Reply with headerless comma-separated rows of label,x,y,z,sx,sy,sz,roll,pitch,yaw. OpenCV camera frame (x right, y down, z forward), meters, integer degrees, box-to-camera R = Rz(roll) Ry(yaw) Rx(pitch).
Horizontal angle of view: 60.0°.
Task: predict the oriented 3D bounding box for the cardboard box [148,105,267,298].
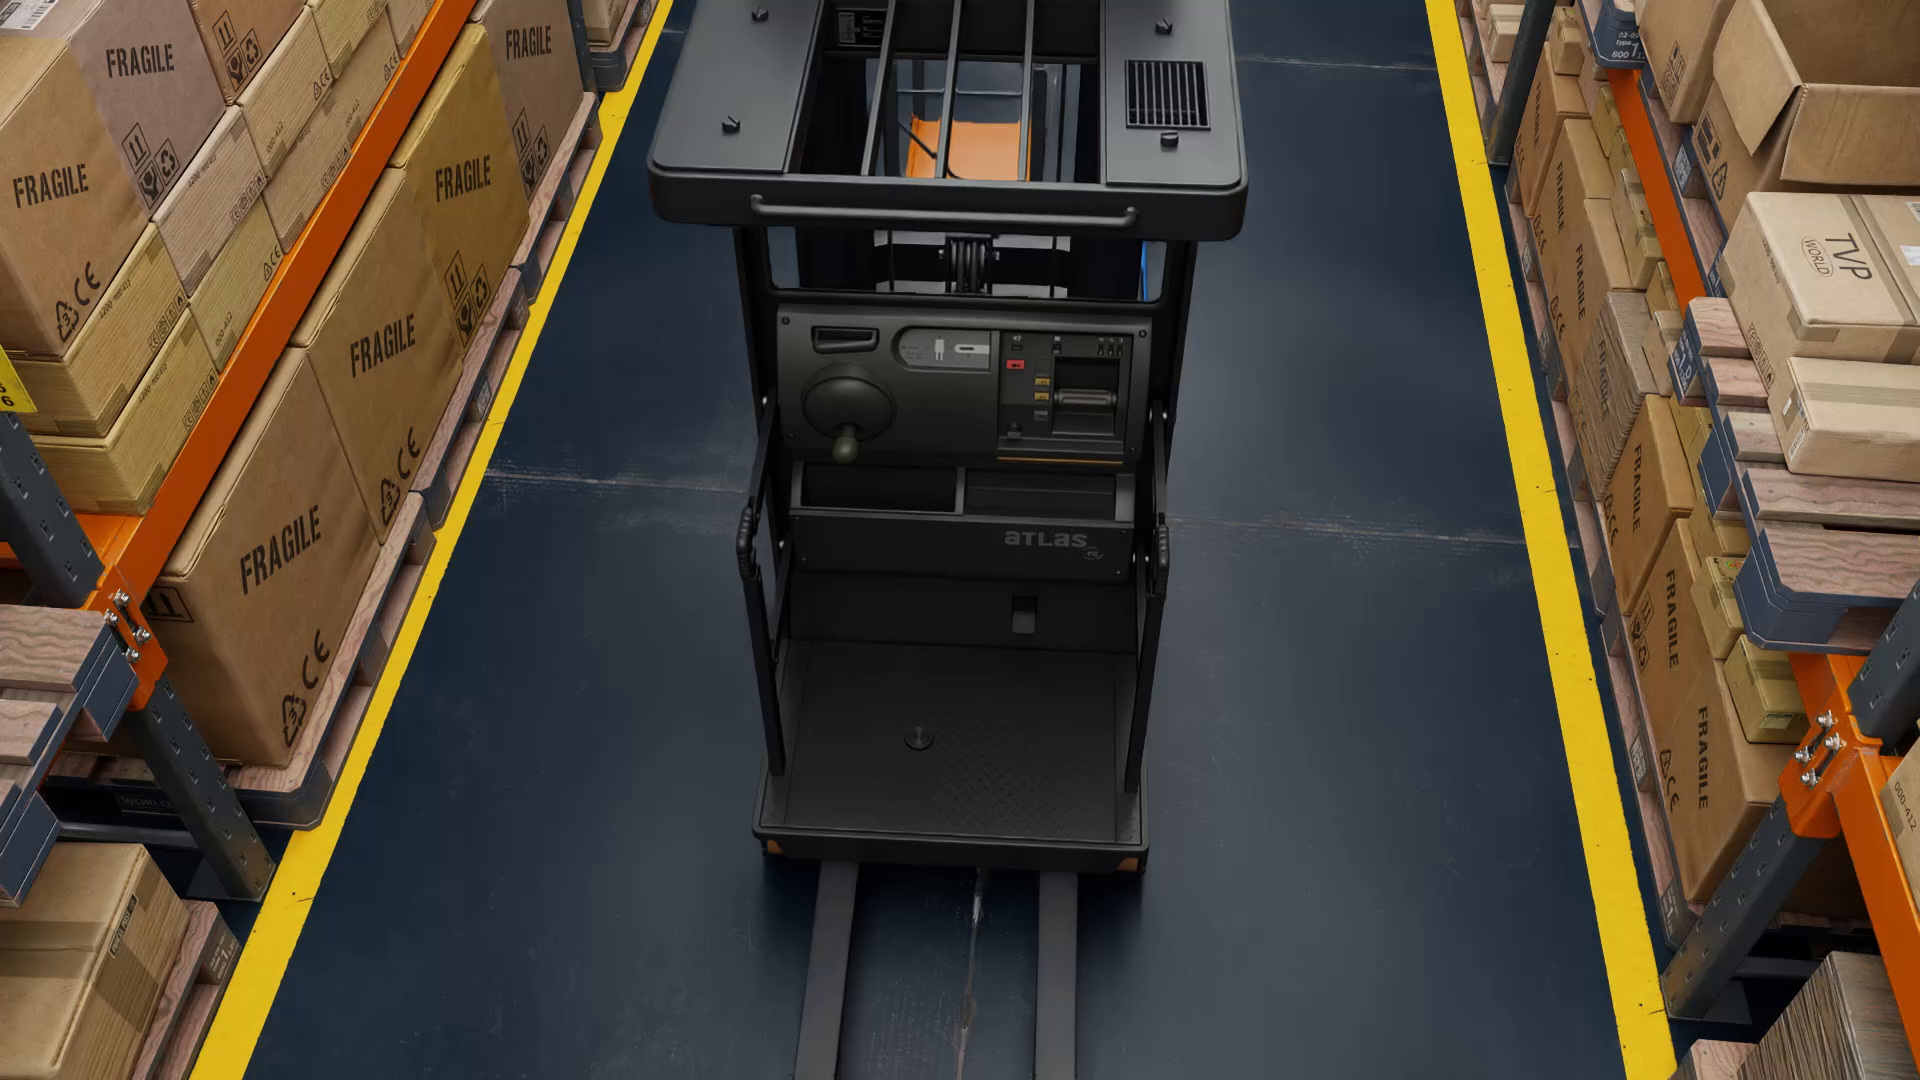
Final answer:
cardboard box,-2.164,-0.897,4.300,0.500,0.250,0.500,5,48,4

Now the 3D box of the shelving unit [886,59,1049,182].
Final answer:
shelving unit,0.045,-1.319,5.940,0.587,1.500,1.083,2,48,2

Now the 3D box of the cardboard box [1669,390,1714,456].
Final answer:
cardboard box,2.385,-0.377,5.031,0.380,0.149,0.250,3,48,3

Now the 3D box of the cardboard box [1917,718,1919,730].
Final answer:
cardboard box,2.130,0.478,3.043,0.500,0.250,0.500,4,48,3

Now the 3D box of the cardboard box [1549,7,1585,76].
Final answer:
cardboard box,2.506,-1.923,6.446,0.380,0.149,0.250,6,48,5

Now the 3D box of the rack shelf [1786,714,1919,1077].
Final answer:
rack shelf,2.257,2.000,2.375,1.077,0.370,4.000,4,48,4

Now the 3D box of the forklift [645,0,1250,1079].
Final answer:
forklift,-0.003,-0.279,4.019,1.130,2.935,3.031,2,48,2

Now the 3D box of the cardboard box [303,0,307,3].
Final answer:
cardboard box,-2.068,-1.875,4.687,0.500,0.500,0.500,5,48,4

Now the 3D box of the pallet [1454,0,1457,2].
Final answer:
pallet,2.976,-3.114,8.455,1.003,0.211,1.213,4,48,4

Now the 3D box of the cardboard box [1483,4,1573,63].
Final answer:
cardboard box,2.562,-2.260,7.432,0.380,0.149,0.250,3,48,2

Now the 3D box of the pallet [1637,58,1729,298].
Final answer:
pallet,2.612,-1.077,4.832,1.003,0.211,1.213,4,48,4

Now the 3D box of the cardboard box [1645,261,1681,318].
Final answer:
cardboard box,2.454,-0.759,5.381,0.380,0.149,0.250,4,48,4

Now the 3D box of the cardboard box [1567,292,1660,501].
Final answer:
cardboard box,2.393,-0.470,5.557,0.500,0.500,0.500,2,48,2

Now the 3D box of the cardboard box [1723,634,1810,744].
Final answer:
cardboard box,2.232,0.391,4.330,0.380,0.149,0.250,2,48,2

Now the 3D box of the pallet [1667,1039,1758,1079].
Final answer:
pallet,2.325,1.831,3.932,1.003,0.211,1.213,4,48,4

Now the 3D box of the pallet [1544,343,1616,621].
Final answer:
pallet,2.658,-0.211,5.800,1.003,0.211,1.213,4,48,4

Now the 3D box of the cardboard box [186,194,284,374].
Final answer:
cardboard box,-2.180,-0.714,4.472,0.500,0.250,0.500,3,48,2

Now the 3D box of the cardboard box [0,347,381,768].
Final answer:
cardboard box,-2.359,0.030,4.845,0.875,0.875,0.875,3,48,3

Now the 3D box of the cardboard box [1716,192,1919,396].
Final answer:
cardboard box,2.213,-0.600,4.083,0.500,0.250,0.500,2,48,2

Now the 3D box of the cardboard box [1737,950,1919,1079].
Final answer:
cardboard box,2.369,1.405,3.757,0.875,0.625,0.625,5,48,5

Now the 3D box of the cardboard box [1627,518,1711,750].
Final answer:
cardboard box,2.320,0.298,4.855,0.500,0.500,0.500,3,48,3

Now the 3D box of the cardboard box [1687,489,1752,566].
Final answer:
cardboard box,2.294,-0.002,4.689,0.380,0.149,0.250,2,48,2

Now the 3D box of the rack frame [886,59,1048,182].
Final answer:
rack frame,0.016,-0.938,5.591,0.500,1.500,0.032,2,48,2

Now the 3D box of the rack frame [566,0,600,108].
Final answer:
rack frame,-2.140,-2.983,6.445,1.000,3.000,0.127,4,48,4

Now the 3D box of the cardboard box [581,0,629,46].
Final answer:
cardboard box,-1.976,-2.714,7.651,0.875,0.438,0.875,3,48,3

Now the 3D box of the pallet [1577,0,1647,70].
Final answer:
pallet,2.622,-2.007,5.683,1.003,0.211,1.213,4,48,4

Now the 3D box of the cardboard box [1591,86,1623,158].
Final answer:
cardboard box,2.546,-1.525,6.082,0.380,0.149,0.250,2,48,2

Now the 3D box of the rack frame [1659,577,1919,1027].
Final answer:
rack frame,2.439,0.288,3.454,1.000,3.000,0.127,4,48,4

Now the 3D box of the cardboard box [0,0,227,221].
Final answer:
cardboard box,-2.180,-1.126,4.001,0.500,0.500,0.500,4,48,4

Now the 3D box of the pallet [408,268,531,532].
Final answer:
pallet,-2.244,-0.570,6.129,1.003,0.211,1.213,4,48,4

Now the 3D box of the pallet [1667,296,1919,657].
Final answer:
pallet,2.431,-0.150,3.985,1.213,0.211,1.003,4,48,4

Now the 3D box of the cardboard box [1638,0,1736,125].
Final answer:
cardboard box,2.418,-1.529,4.764,0.700,0.500,0.500,4,48,3

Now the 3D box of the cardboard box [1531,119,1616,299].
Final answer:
cardboard box,2.497,-1.217,6.240,0.500,0.500,0.500,3,48,3

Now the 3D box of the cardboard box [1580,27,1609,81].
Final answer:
cardboard box,2.530,-1.829,6.158,0.380,0.149,0.250,2,48,2

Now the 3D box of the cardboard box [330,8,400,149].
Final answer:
cardboard box,-2.085,-1.462,5.156,0.500,0.250,0.500,4,48,4

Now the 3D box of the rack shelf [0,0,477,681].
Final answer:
rack shelf,-2.322,-1.270,5.366,1.077,0.370,4.000,4,48,4

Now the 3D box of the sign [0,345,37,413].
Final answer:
sign,-1.963,-0.378,3.332,0.100,0.325,0.005,4,48,4

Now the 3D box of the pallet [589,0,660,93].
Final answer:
pallet,-1.993,-2.595,7.980,1.003,0.211,1.213,4,48,4

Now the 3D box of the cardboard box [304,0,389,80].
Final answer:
cardboard box,-2.047,-1.634,4.975,0.500,0.250,0.500,5,48,4

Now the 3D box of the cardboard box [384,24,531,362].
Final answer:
cardboard box,-2.191,-1.282,6.045,0.875,0.875,0.875,5,48,5

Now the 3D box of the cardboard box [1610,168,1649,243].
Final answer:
cardboard box,2.474,-1.141,5.731,0.380,0.149,0.250,4,48,3
